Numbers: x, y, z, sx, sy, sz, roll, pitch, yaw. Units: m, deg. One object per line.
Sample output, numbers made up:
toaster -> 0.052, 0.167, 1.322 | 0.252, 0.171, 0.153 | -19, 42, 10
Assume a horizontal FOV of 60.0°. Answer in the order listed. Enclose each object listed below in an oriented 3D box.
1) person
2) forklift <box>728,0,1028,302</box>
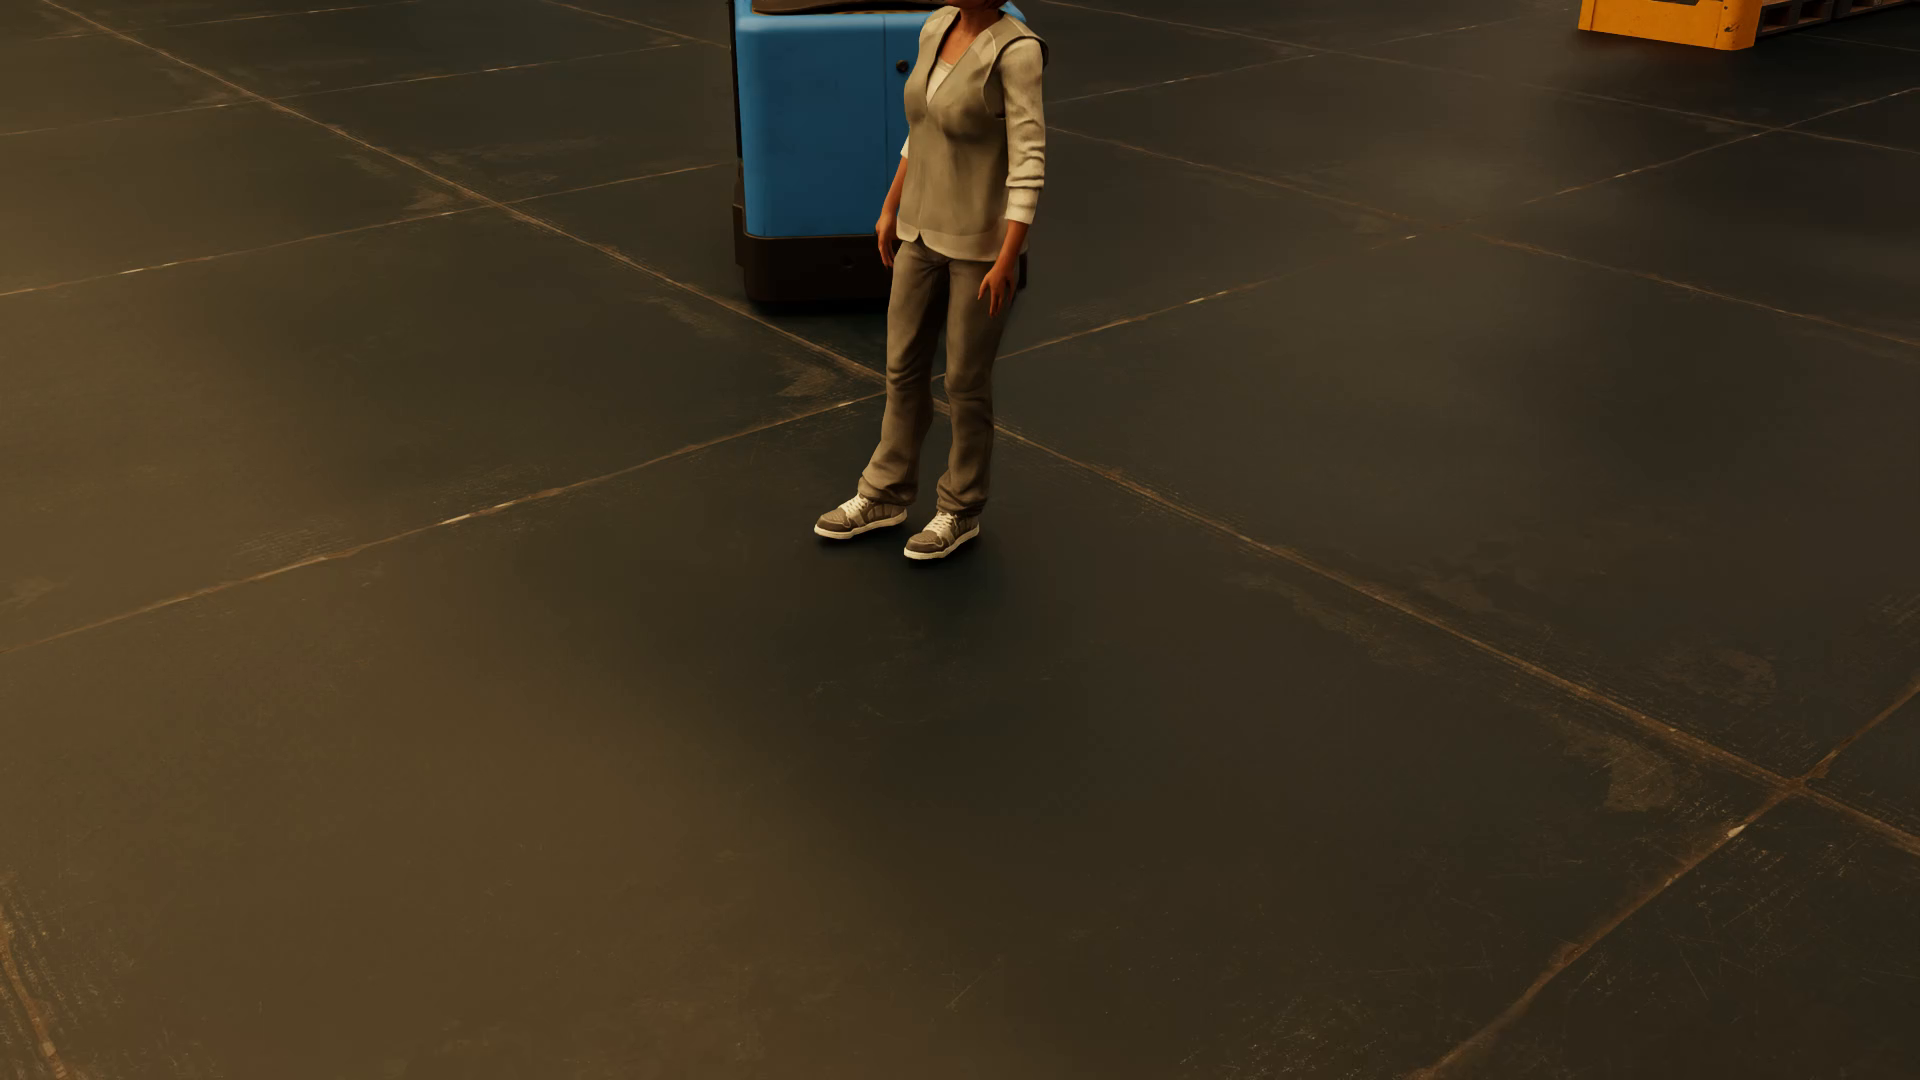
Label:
person -> -0.066, -0.705, 4.110 | 0.473, 1.599, 0.521 | -20, 33, -35
forklift -> -0.445, -2.812, 6.871 | 1.130, 2.935, 3.031 | -3, 27, -6
